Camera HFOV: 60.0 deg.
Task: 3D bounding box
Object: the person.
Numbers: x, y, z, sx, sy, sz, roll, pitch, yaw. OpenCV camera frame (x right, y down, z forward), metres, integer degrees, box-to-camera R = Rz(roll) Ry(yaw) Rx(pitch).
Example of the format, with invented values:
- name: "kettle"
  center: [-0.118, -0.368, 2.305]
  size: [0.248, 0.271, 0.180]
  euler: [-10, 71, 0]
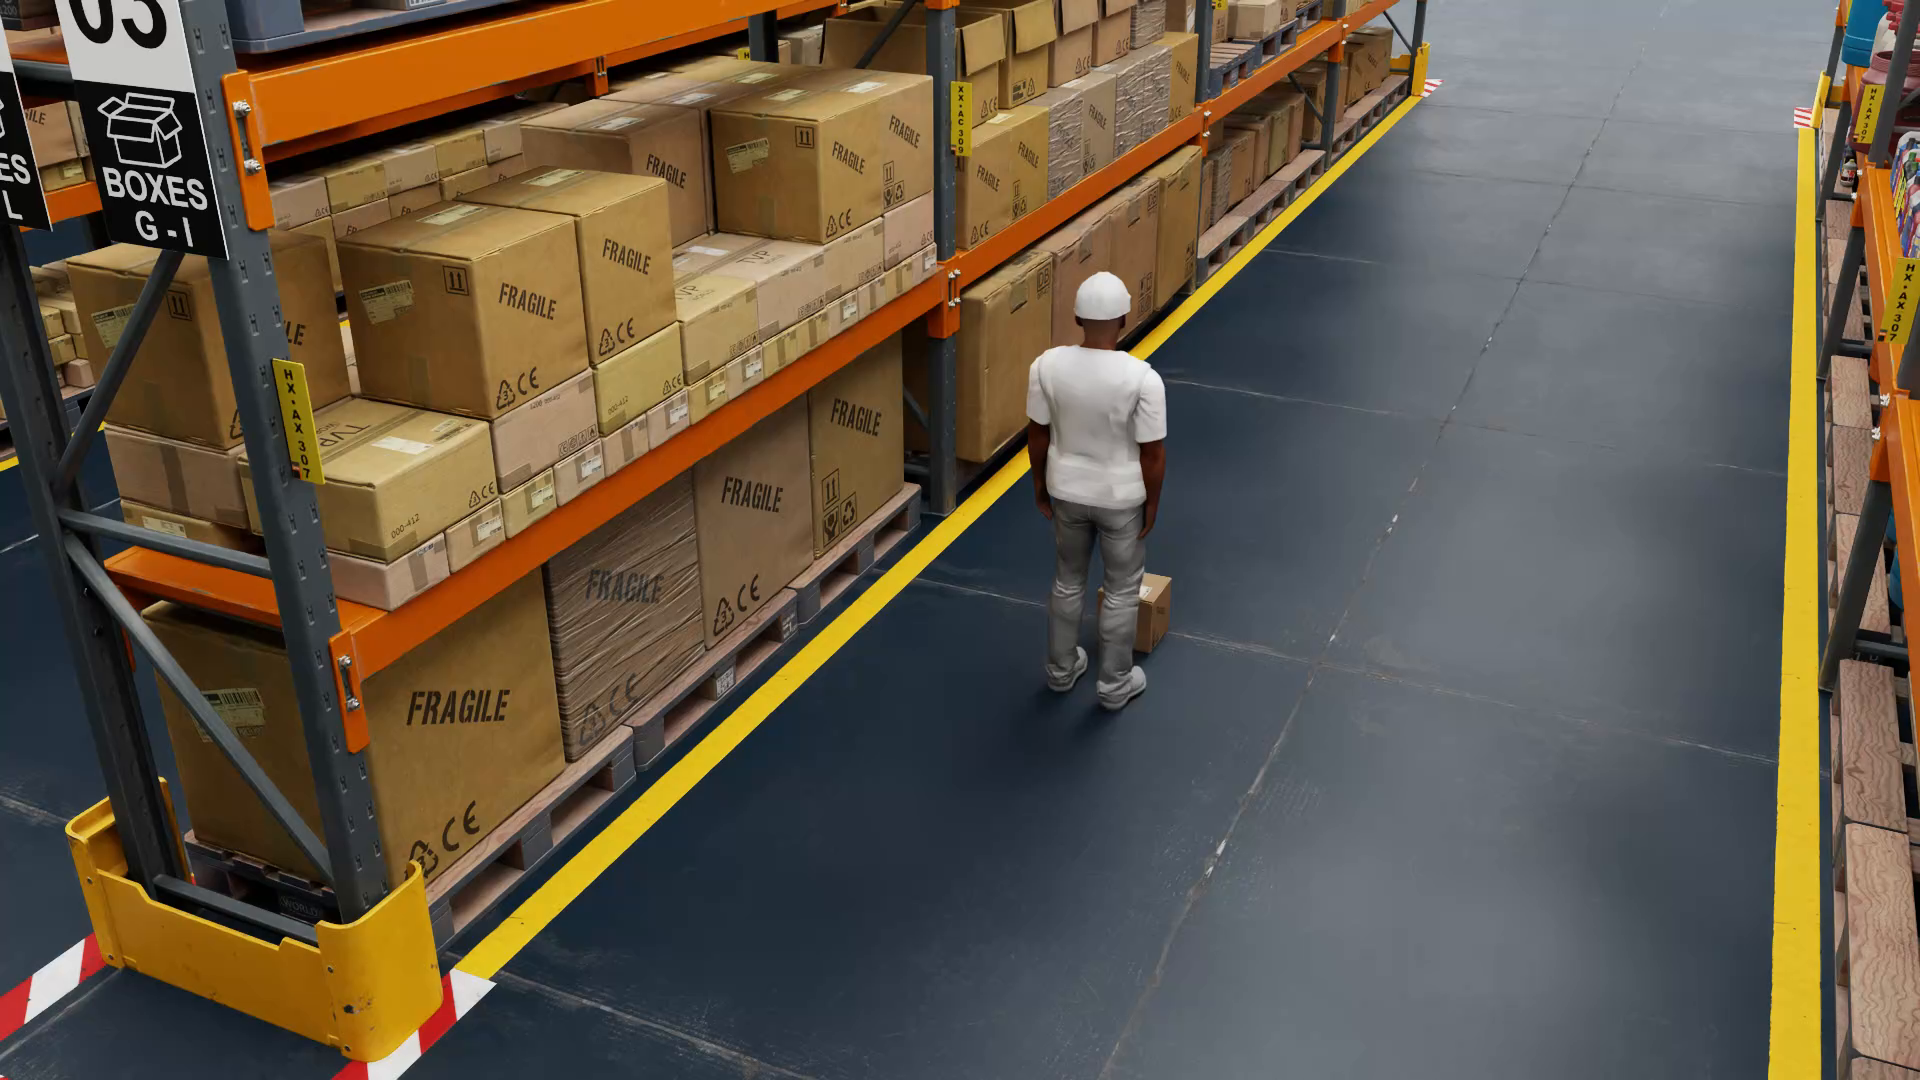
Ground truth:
- name: "person"
  center: [0.536, -0.189, 6.481]
  size: [0.563, 1.761, 0.375]
  euler: [12, 28, 23]
